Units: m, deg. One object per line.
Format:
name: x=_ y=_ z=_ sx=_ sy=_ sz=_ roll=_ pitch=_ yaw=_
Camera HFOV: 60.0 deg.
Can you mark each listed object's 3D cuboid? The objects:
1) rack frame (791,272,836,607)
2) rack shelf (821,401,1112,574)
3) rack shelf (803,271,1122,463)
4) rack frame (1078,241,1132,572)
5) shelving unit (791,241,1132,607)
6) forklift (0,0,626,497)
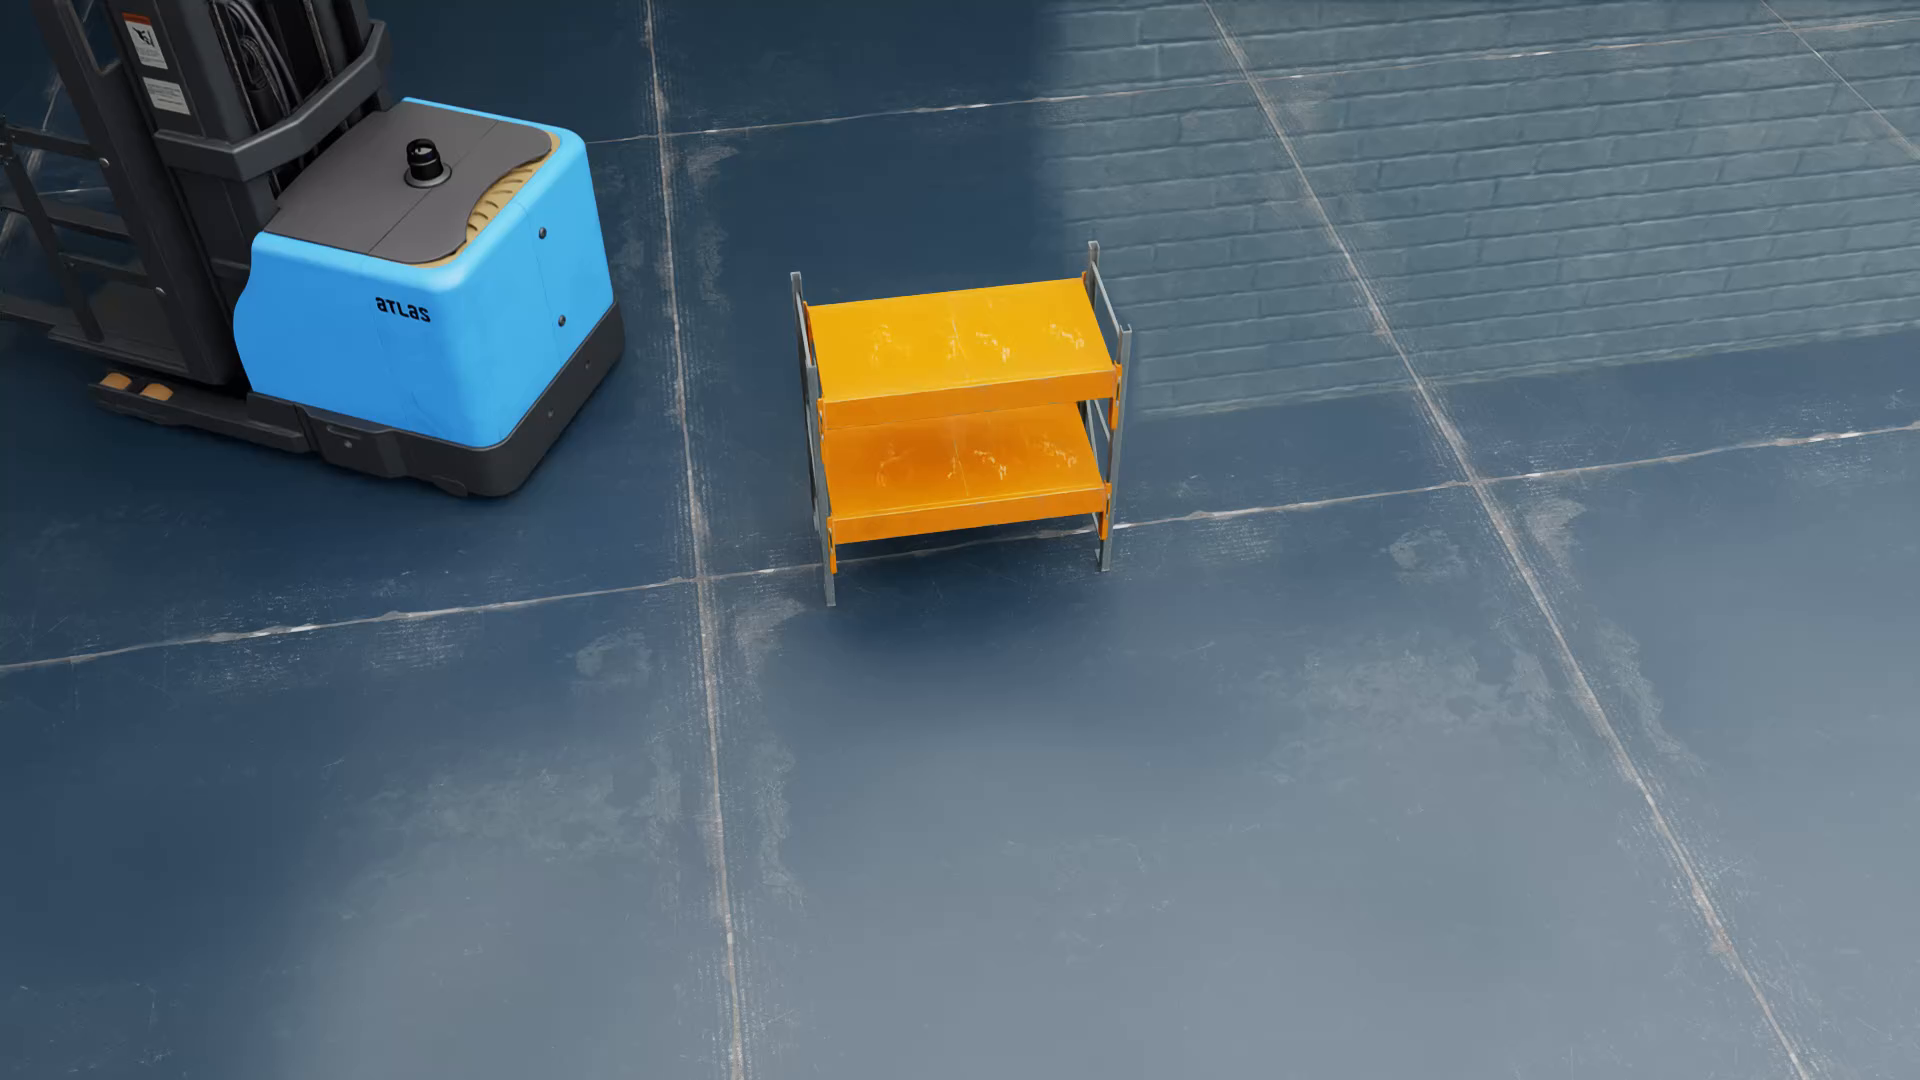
rack frame: x=-0.508 y=-0.327 z=5.784 sx=0.032 sy=1.125 sz=0.500 roll=-7 pitch=46 yaw=-7
rack shelf: x=-0.007 y=-0.220 z=6.020 sx=1.000 sy=0.278 sz=0.538 roll=-7 pitch=46 yaw=-7
rack shelf: x=-0.007 y=-0.593 z=5.633 sx=1.000 sy=0.278 sz=0.538 roll=-7 pitch=46 yaw=-7
rack frame: x=0.494 y=-0.452 z=5.904 sx=0.032 sy=1.125 sz=0.500 roll=-7 pitch=46 yaw=-7
shelving unit: x=-0.007 y=-0.389 z=5.844 sx=1.048 sy=1.125 sz=0.538 roll=-7 pitch=46 yaw=-7
forklift: x=-2.967 y=-1.826 z=5.974 sx=3.031 sy=2.935 sz=1.130 roll=14 pitch=48 yaw=13
